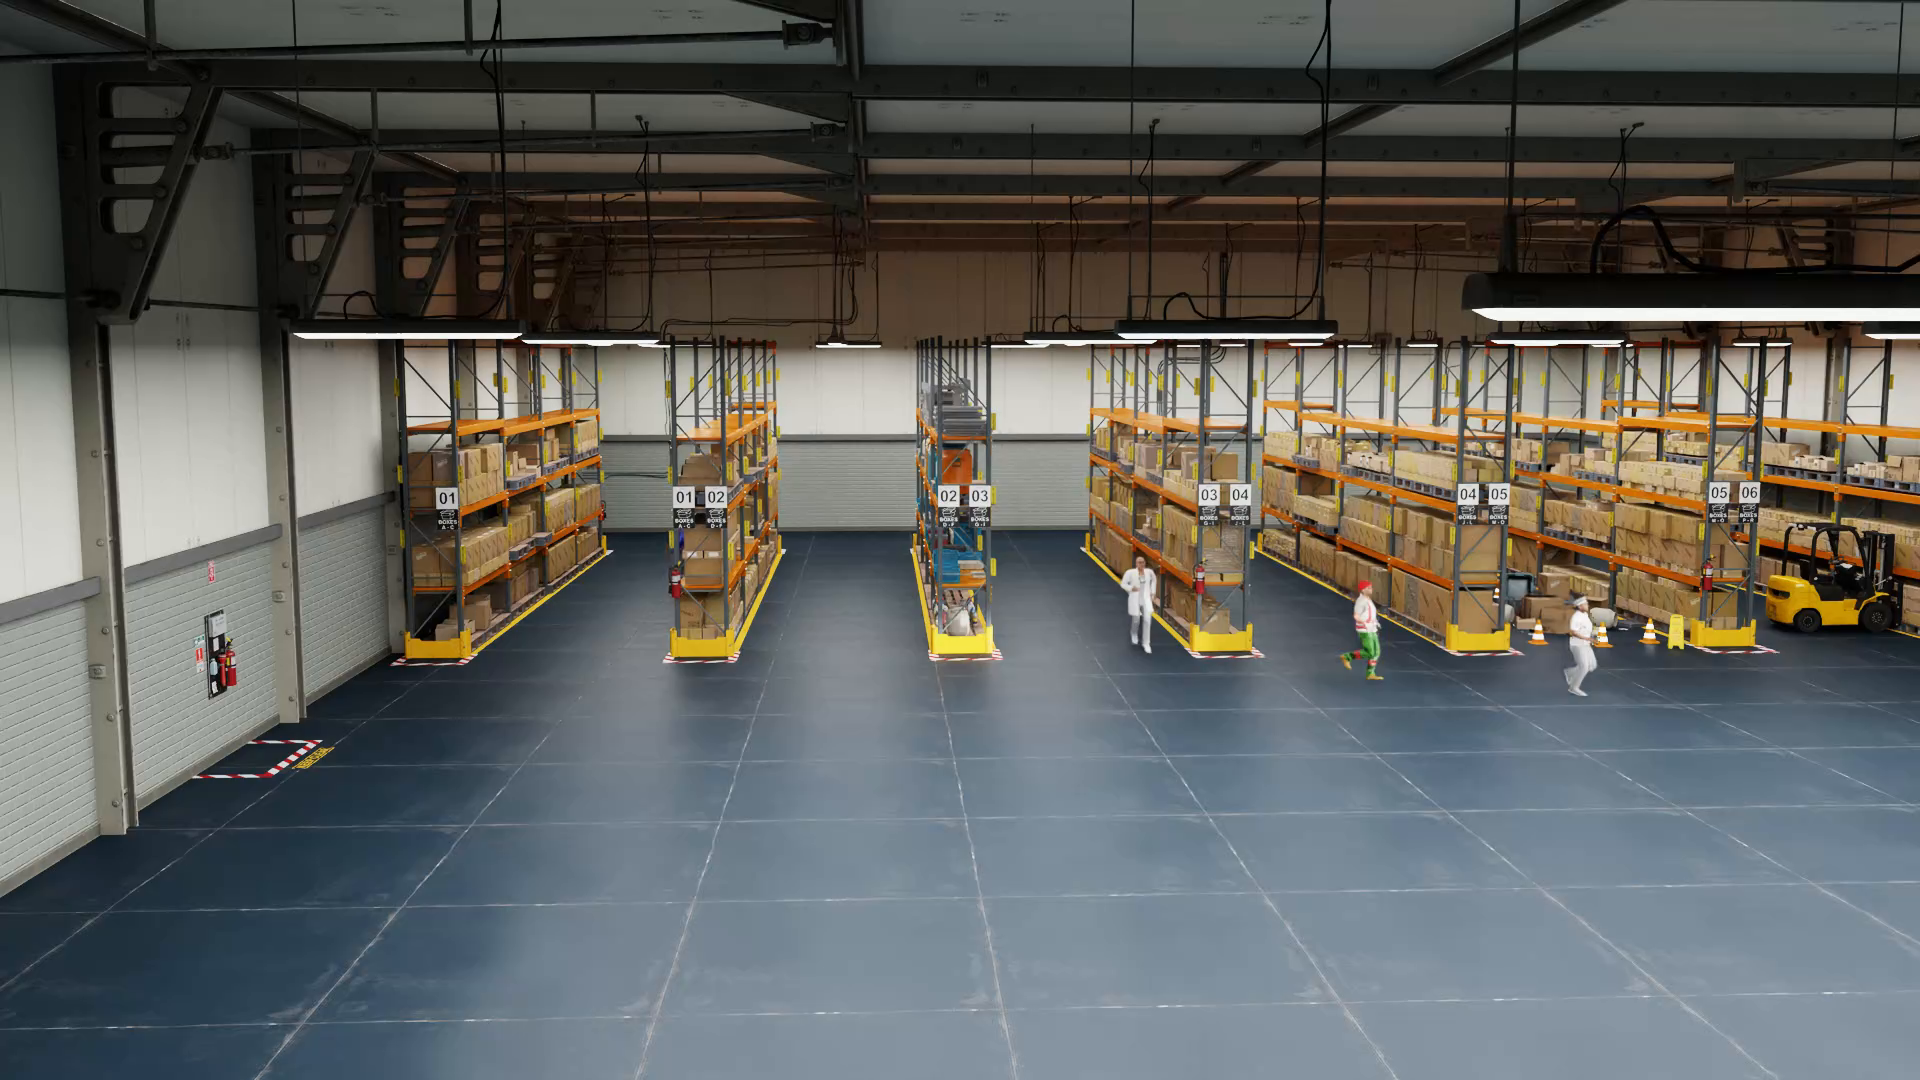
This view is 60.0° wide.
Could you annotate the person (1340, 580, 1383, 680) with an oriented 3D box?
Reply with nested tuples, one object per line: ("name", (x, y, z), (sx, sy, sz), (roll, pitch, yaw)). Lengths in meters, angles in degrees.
("person", (7.042, 1.572, 28.998), (0.746, 1.754, 0.655), (4, 7, 28))

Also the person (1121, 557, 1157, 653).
("person", (3.451, 1.209, 32.037), (0.741, 1.800, 1.023), (-1, 7, -5))

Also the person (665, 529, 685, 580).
("person", (-6.748, 0.415, 39.605), (0.536, 1.693, 0.806), (-1, 7, -8))

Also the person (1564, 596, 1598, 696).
("person", (10.370, 1.756, 27.749), (0.573, 1.670, 0.613), (5, 8, 37))

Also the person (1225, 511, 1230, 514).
("person", (7.468, -0.375, 46.745), (0.610, 1.566, 0.853), (0, 7, 4))
